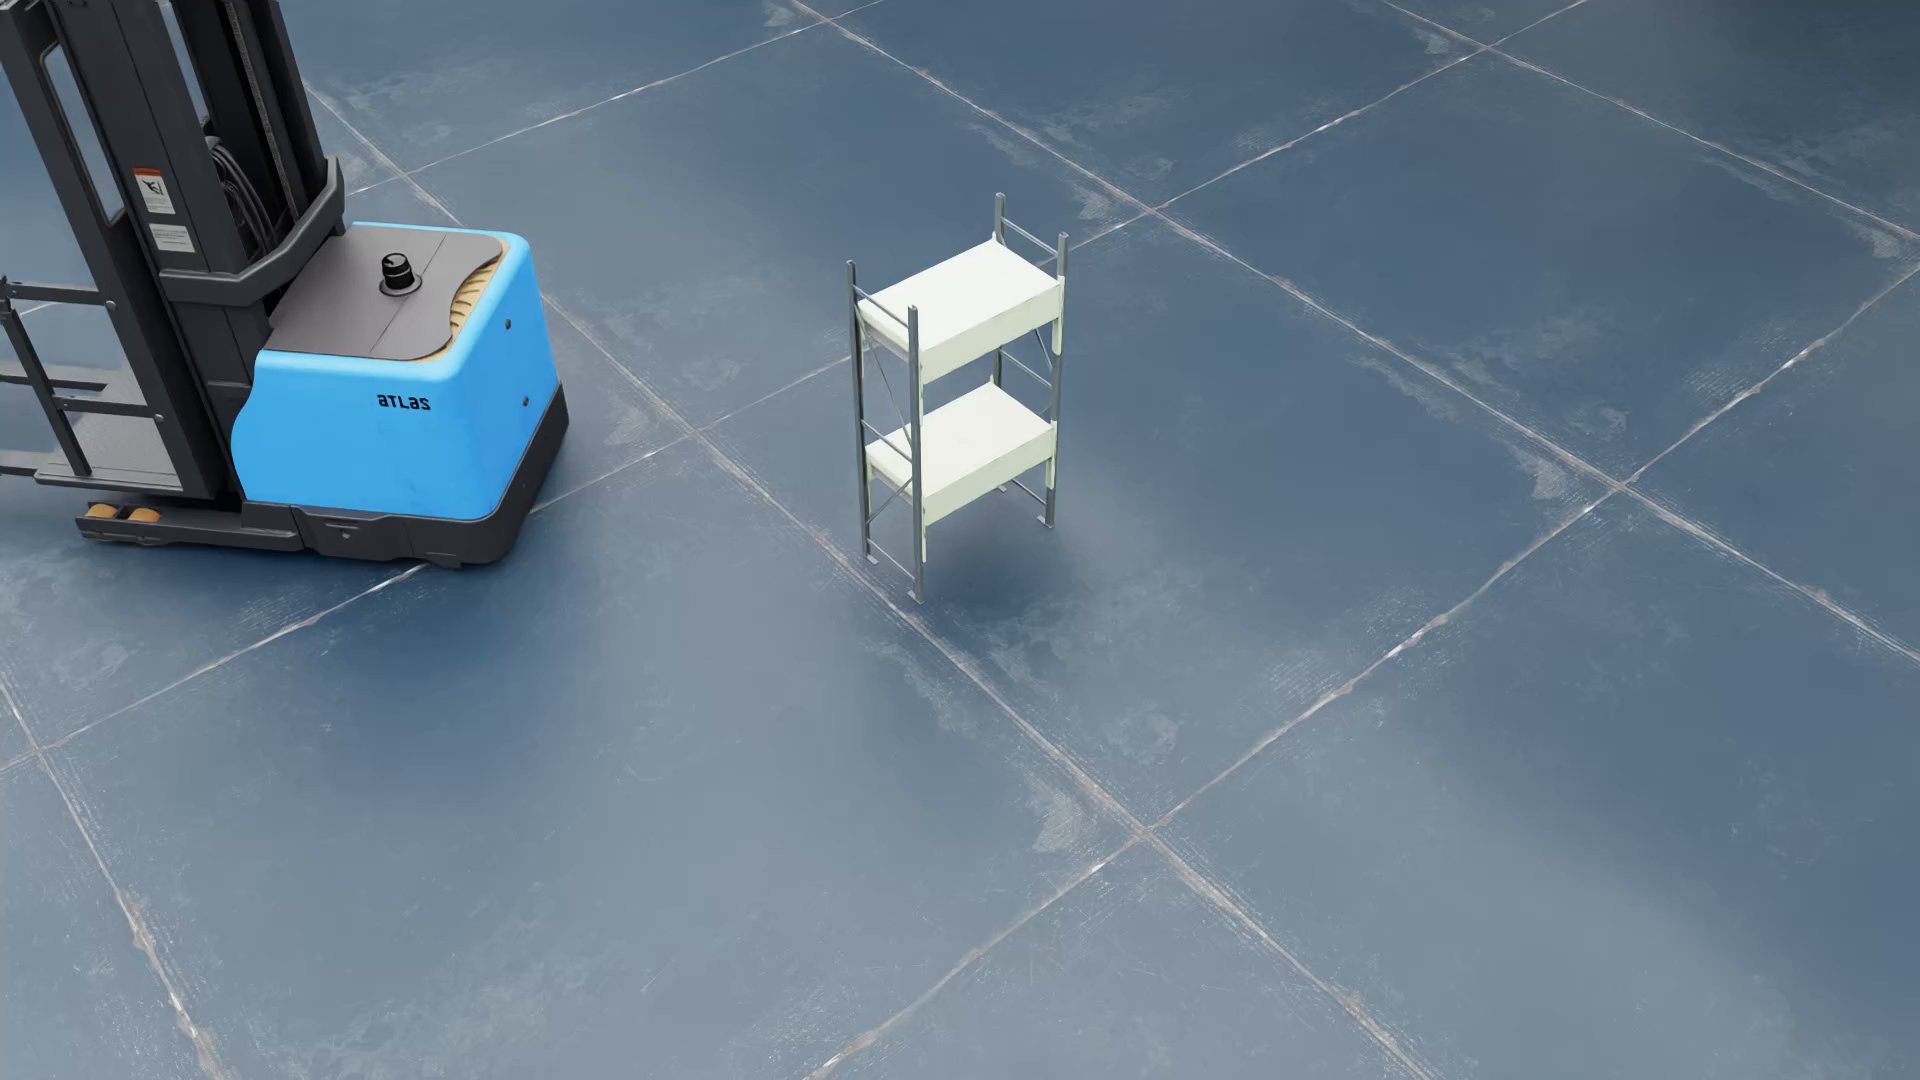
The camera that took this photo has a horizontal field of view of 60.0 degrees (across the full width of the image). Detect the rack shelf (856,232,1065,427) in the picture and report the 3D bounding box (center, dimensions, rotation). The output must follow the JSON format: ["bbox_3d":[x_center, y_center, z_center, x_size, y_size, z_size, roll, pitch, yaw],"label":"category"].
[{"bbox_3d":[-0.005,-0.828,6.466,0.720,0.370,0.431,-30,51,-28],"label":"rack shelf"}]

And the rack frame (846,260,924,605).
[{"bbox_3d":[-0.286,-0.383,6.562,0.023,1.500,0.400,-30,51,-28],"label":"rack frame"}]

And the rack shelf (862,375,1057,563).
[{"bbox_3d":[-0.005,-0.306,6.957,0.720,0.370,0.431,-30,51,-28],"label":"rack shelf"}]

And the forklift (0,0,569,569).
[{"bbox_3d":[-3.372,-1.397,6.596,3.031,2.935,1.130,5,43,5],"label":"forklift"}]

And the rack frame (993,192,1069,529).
[{"bbox_3d":[0.276,-0.705,6.905,0.023,1.500,0.400,-30,51,-28],"label":"rack frame"}]

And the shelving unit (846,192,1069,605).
[{"bbox_3d":[-0.005,-0.544,6.733,0.755,1.500,0.431,-30,51,-28],"label":"shelving unit"}]
